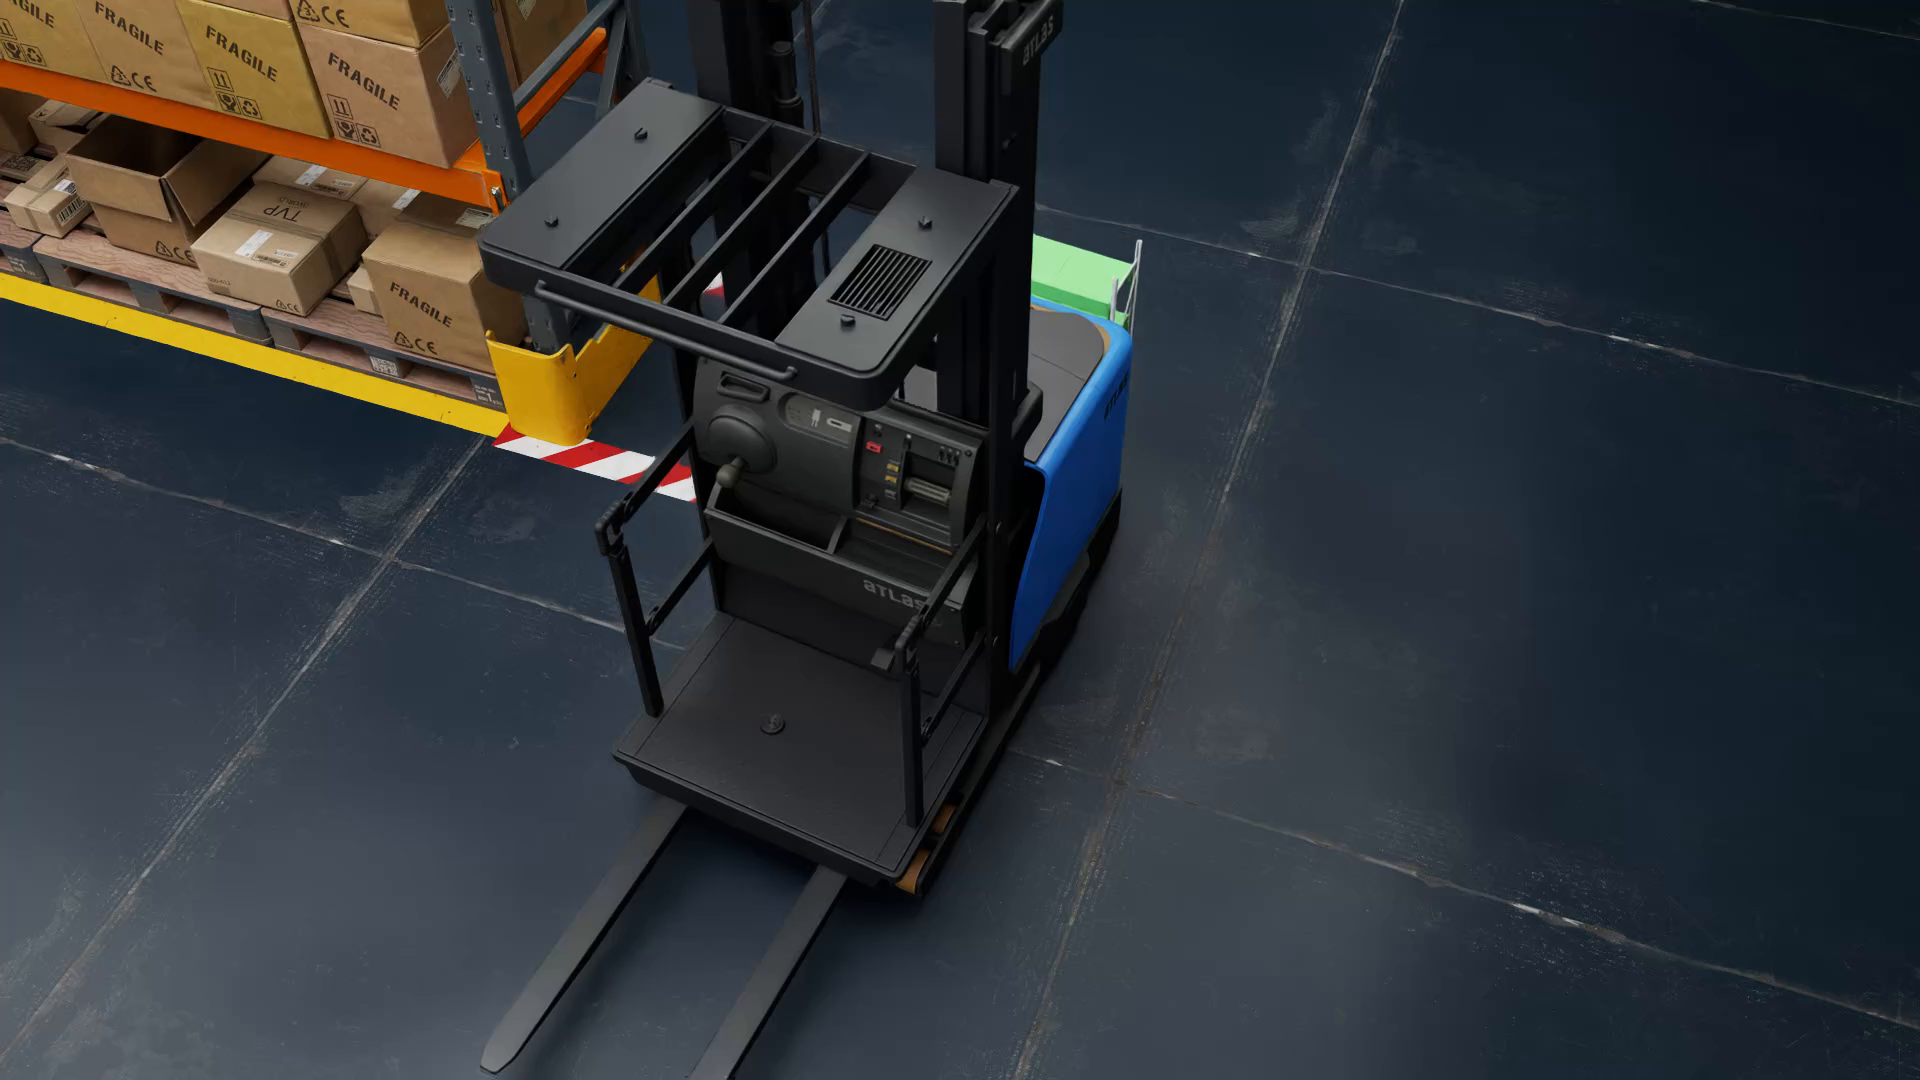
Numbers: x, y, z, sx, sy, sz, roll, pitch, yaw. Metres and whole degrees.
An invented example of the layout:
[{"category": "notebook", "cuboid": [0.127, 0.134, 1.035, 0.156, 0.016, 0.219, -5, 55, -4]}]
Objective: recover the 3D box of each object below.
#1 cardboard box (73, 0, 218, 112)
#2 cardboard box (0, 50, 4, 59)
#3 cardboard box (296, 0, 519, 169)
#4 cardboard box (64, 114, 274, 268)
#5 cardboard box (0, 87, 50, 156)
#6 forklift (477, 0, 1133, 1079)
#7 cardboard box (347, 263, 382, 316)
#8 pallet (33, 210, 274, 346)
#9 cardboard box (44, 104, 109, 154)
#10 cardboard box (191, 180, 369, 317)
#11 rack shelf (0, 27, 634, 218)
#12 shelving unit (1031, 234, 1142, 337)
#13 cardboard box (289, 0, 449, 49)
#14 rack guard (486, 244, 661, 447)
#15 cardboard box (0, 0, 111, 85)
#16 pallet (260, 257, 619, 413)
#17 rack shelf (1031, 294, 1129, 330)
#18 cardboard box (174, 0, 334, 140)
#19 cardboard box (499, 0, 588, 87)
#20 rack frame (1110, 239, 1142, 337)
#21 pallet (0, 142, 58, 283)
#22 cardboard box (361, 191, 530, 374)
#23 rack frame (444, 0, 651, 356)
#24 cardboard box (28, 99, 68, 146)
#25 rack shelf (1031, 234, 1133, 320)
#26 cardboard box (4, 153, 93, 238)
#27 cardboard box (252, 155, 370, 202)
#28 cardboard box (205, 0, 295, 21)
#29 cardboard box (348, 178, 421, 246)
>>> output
[{"category": "cardboard box", "cuboid": [-2.954, -2.023, 6.319, 0.500, 0.500, 0.500, 16, 51, 13]}, {"category": "cardboard box", "cuboid": [-3.904, -2.288, 6.548, 0.500, 0.500, 0.500, 15, 51, 13]}, {"category": "cardboard box", "cuboid": [-2.000, -1.756, 6.087, 0.500, 0.500, 0.500, 17, 51, 14]}, {"category": "cardboard box", "cuboid": [-3.474, -1.684, 7.452, 0.637, 0.503, 0.797, 16, 51, 13]}, {"category": "cardboard box", "cuboid": [-4.605, -2.223, 7.921, 0.500, 0.500, 0.500, 16, 51, 13]}, {"category": "forklift", "cuboid": [-0.473, -0.163, 4.818, 1.130, 2.935, 3.031, 20, 52, 17]}, {"category": "cardboard box", "cuboid": [-2.430, -1.152, 7.214, 0.250, 0.166, 0.380, 16, 51, 13]}, {"category": "pallet", "cuboid": [-3.446, -1.434, 7.720, 1.213, 0.211, 1.003, 16, 51, 13]}, {"category": "cardboard box", "cuboid": [-3.902, -1.965, 7.823, 0.500, 0.311, 0.500, 16, 51, 13]}, {"category": "cardboard box", "cuboid": [-2.962, -1.280, 7.269, 0.500, 0.250, 0.500, 16, 51, 13]}, {"category": "rack shelf", "cuboid": [-3.362, -2.087, 6.916, 4.000, 0.370, 1.077, 16, 51, 13]}, {"category": "shelving unit", "cuboid": [0.374, -0.682, 6.414, 0.503, 1.200, 0.258, 20, 52, 17]}, {"category": "cardboard box", "cuboid": [-1.999, -2.080, 5.707, 0.500, 0.500, 0.500, 15, 51, 13]}, {"category": "rack guard", "cuboid": [-1.557, -1.000, 7.152, 0.348, 0.500, 1.175, 16, 51, 13]}, {"category": "cardboard box", "cuboid": [-3.427, -2.156, 6.434, 0.500, 0.500, 0.500, 15, 51, 13]}, {"category": "pallet", "cuboid": [-2.305, -1.113, 7.442, 1.213, 0.211, 1.003, 16, 51, 13]}, {"category": "rack shelf", "cuboid": [0.374, -0.797, 6.281, 0.480, 0.148, 0.258, 20, 52, 17]}, {"category": "cardboard box", "cuboid": [-2.488, -1.889, 6.203, 0.500, 0.500, 0.500, 16, 51, 13]}, {"category": "cardboard box", "cuboid": [-1.811, -2.134, 6.415, 0.500, 0.500, 0.500, 17, 51, 14]}, {"category": "rack frame", "cuboid": [0.593, -0.601, 6.344, 0.015, 1.200, 0.240, 20, 52, 17]}, {"category": "pallet", "cuboid": [-4.594, -1.752, 7.996, 1.213, 0.211, 1.003, 16, 51, 13]}, {"category": "cardboard box", "cuboid": [-2.081, -1.092, 6.941, 0.500, 0.500, 0.500, 16, 51, 13]}, {"category": "rack frame", "cuboid": [-1.486, -1.798, 6.190, 0.127, 3.000, 1.000, 16, 51, 13]}, {"category": "cardboard box", "cuboid": [-4.233, -2.053, 8.006, 0.250, 0.149, 0.380, 16, 51, 13]}, {"category": "rack shelf", "cuboid": [0.374, -0.955, 6.099, 0.480, 0.148, 0.258, 20, 52, 17]}, {"category": "cardboard box", "cuboid": [-4.104, -1.579, 7.584, 0.250, 0.166, 0.380, 16, 51, 13]}, {"category": "cardboard box", "cuboid": [-2.835, -1.647, 7.588, 0.500, 0.250, 0.500, 16, 51, 13]}, {"category": "cardboard box", "cuboid": [-2.473, -2.212, 5.821, 0.500, 0.500, 0.500, 17, 51, 14]}, {"category": "cardboard box", "cuboid": [-2.366, -1.516, 7.474, 0.500, 0.250, 0.500, 16, 51, 13]}]
